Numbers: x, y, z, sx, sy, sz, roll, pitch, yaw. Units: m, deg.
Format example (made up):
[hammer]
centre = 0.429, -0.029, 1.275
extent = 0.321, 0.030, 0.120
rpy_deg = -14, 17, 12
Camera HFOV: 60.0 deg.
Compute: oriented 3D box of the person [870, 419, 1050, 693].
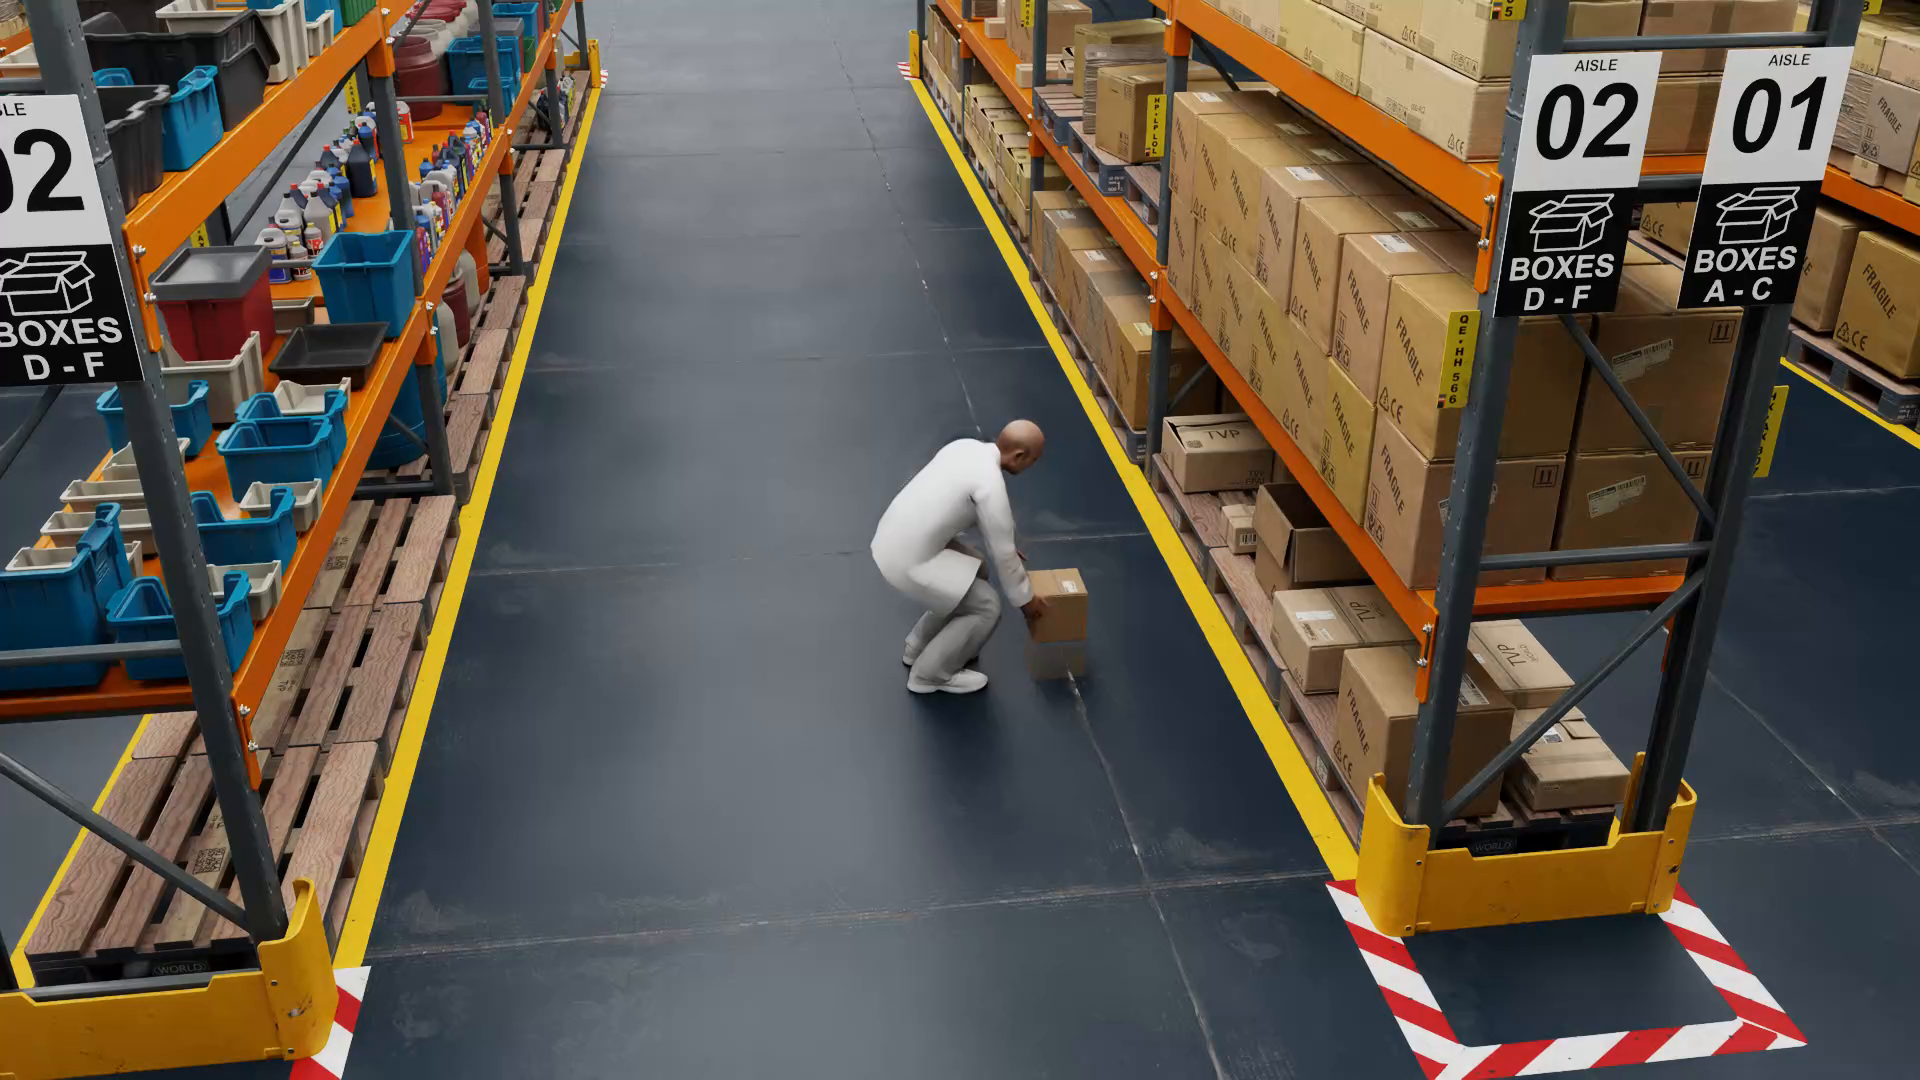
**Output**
[person]
centre = -0.011, 0.055, 7.614
extent = 0.797, 1.249, 0.631
rpy_deg = -4, 27, -7
